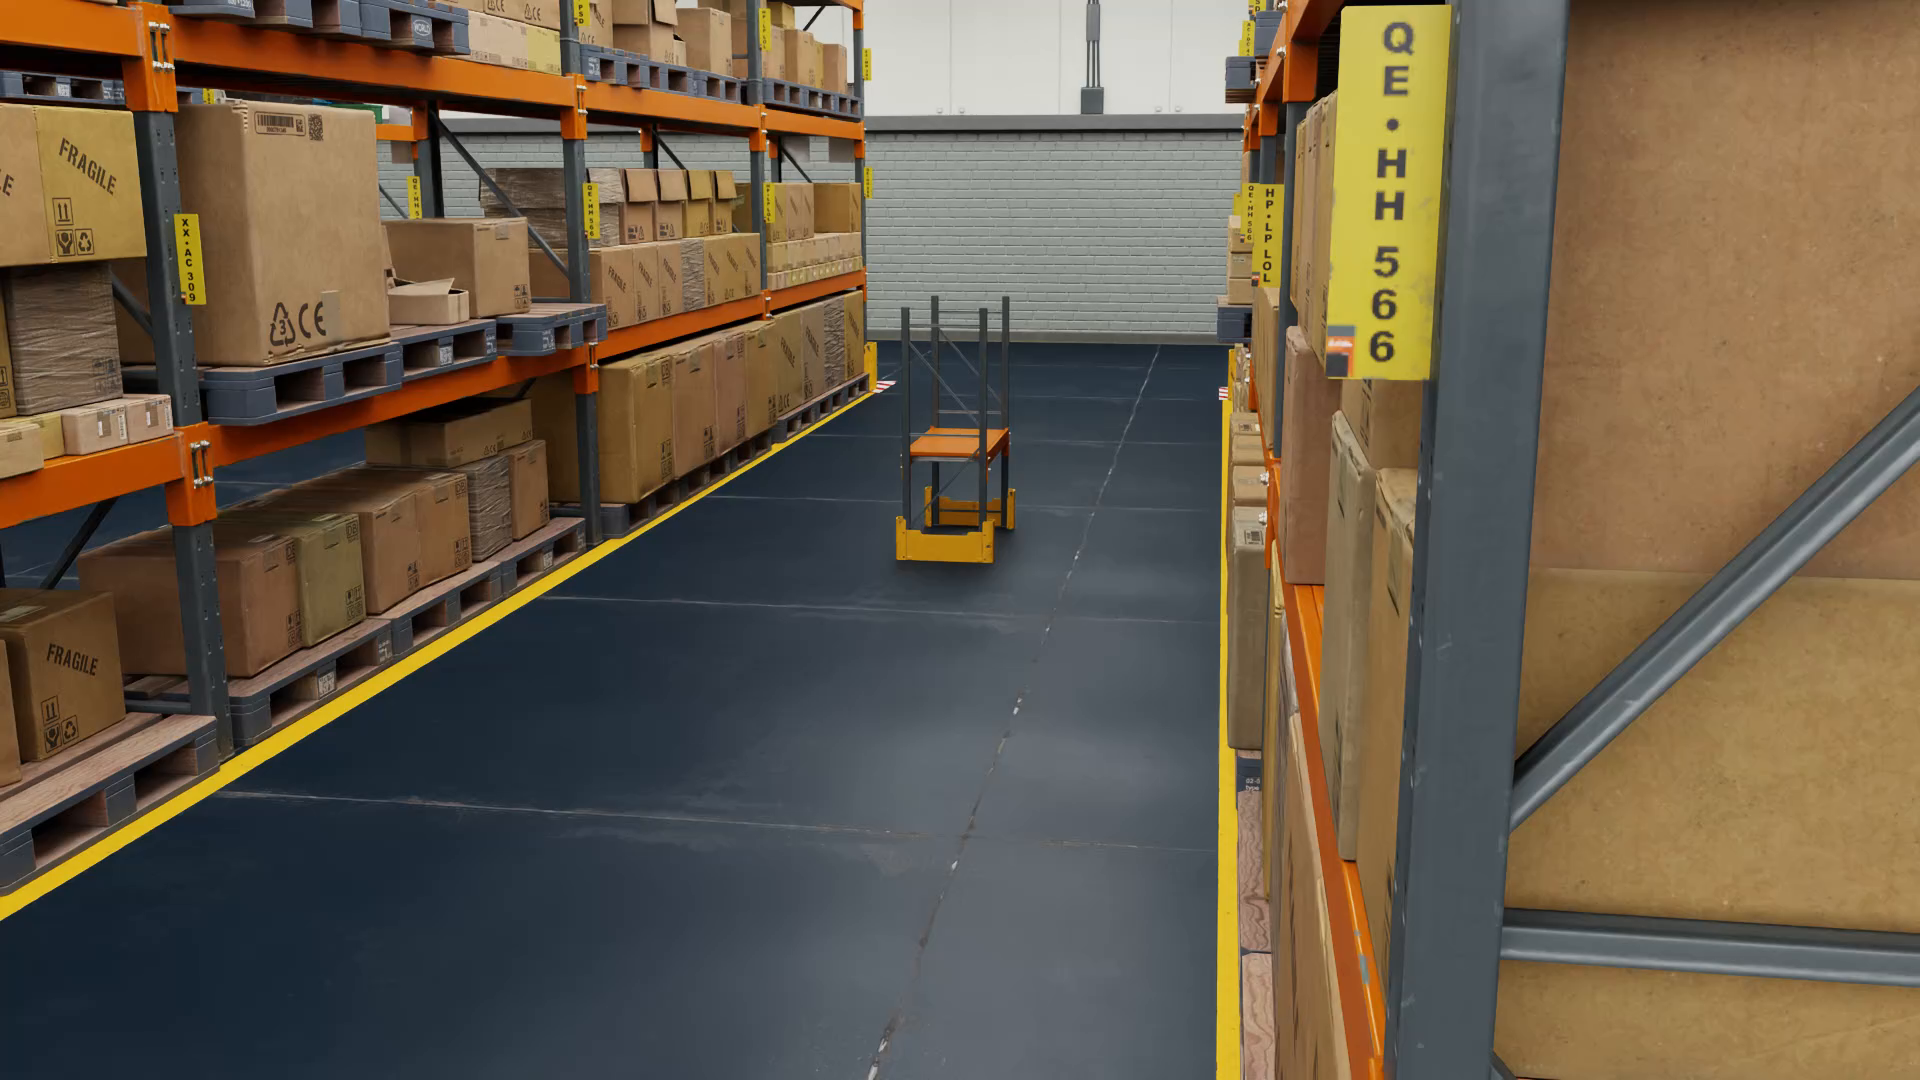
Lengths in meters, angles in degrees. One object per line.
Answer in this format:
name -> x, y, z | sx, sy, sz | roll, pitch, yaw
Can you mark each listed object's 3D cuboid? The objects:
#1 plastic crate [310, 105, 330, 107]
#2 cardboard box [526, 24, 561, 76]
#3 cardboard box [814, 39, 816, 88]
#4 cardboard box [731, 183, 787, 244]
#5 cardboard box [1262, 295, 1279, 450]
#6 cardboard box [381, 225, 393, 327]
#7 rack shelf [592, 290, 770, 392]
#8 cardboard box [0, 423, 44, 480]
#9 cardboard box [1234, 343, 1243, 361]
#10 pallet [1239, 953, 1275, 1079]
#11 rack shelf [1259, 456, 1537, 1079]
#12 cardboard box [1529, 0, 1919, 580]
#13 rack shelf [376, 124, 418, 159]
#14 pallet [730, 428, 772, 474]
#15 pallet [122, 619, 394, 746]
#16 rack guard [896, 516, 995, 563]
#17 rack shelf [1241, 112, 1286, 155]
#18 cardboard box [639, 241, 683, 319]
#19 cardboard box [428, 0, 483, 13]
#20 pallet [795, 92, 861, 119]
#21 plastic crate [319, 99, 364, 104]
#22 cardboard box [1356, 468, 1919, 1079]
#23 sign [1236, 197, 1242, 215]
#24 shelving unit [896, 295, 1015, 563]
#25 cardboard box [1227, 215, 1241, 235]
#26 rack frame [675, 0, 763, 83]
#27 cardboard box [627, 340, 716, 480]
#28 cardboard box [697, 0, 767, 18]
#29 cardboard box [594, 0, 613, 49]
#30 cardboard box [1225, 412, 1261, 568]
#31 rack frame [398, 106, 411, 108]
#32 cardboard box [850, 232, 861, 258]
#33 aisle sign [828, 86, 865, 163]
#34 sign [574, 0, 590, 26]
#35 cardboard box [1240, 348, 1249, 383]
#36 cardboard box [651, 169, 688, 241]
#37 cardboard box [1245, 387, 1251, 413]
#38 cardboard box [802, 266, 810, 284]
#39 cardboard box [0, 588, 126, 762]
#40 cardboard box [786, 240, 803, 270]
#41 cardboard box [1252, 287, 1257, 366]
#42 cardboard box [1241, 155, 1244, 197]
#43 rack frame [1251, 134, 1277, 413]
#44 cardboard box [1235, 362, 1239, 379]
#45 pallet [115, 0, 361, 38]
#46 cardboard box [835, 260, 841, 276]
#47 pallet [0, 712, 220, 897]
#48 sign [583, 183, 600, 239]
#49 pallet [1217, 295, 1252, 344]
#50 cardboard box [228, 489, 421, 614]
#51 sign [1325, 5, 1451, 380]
plastic crate -> -6.474, -4.175, 16.253 | 0.437, 0.136, 0.530 | 2, 12, 9
cardboard box -> -2.569, -2.736, 9.306 | 0.500, 0.250, 0.500 | 2, 12, 9
cardboard box -> -1.772, -4.553, 15.906 | 0.700, 0.500, 0.500 | 1, 12, 5
cardboard box -> -1.796, -2.813, 14.296 | 0.500, 0.500, 0.500 | 2, 12, 9
cardboard box -> 1.348, -0.602, 5.929 | 0.500, 0.500, 0.500 | 2, 12, 8
cardboard box -> -3.178, -1.237, 7.872 | 0.797, 0.503, 0.637 | 3, 13, 14
rack shelf -> -2.430, -1.515, 12.110 | 1.077, 0.370, 4.000 | 2, 12, 9
cardboard box -> -3.170, -0.283, 5.283 | 0.380, 0.149, 0.250 | 2, 12, 9
cardboard box -> 2.873, -1.829, 16.217 | 0.380, 0.149, 0.250 | 2, 12, 8
pallet -> 1.153, 1.338, 3.785 | 1.003, 0.211, 1.213 | 2, 12, 9
rack shelf -> 1.225, 0.332, 3.540 | 1.077, 0.370, 4.000 | 2, 12, 9
cardboard box -> 1.012, -0.280, 1.755 | 0.875, 0.550, 0.550 | 2, 12, 9
rack shelf -> -6.709, -3.974, 16.403 | 1.077, 0.370, 4.000 | 2, 12, 9
pallet -> -2.167, -0.757, 13.504 | 1.003, 0.211, 1.213 | 2, 12, 9
pallet -> -3.235, 0.583, 7.285 | 1.003, 0.211, 1.213 | 2, 12, 9
rack guard -> -0.088, -0.003, 9.912 | 0.587, 0.250, 0.087 | 2, 12, 9
rack shelf -> 3.070, -3.632, 14.815 | 1.077, 0.370, 4.000 | 2, 12, 9
cardboard box -> -2.242, -1.806, 11.515 | 0.500, 0.500, 0.500 | 2, 12, 8
cardboard box -> -2.724, -2.893, 8.252 | 0.500, 0.500, 0.500 | 2, 12, 10
pallet -> -1.611, -4.384, 16.805 | 1.003, 0.211, 1.213 | 2, 12, 9
plastic crate -> -6.736, -4.607, 17.943 | 0.497, 0.269, 0.590 | 2, 12, 9
cardboard box -> 0.929, 0.245, 1.881 | 0.875, 0.550, 0.550 | 2, 12, 9
sign -> 2.225, -2.540, 13.106 | 0.100, 0.325, 0.005 | 2, 12, 9
shelving unit -> -0.012, -0.717, 10.262 | 0.587, 1.500, 1.083 | 2, 12, 9
cardboard box -> 2.248, -2.407, 12.731 | 0.380, 0.149, 0.250 | 3, 12, 12
rack frame -> -2.123, -5.216, 13.334 | 1.000, 3.000, 0.127 | 2, 12, 9
cardboard box -> -2.467, -0.945, 11.806 | 1.225, 0.875, 0.875 | 2, 12, 9
cardboard box -> -1.972, -4.614, 14.414 | 0.500, 0.250, 0.500 | 1, 12, 5
cardboard box -> -2.670, -3.483, 11.179 | 0.500, 0.500, 0.500 | 3, 12, 12
cardboard box -> 1.965, -0.250, 8.877 | 1.050, 0.750, 0.750 | 2, 12, 8
rack frame -> -6.402, -6.209, 17.943 | 1.000, 3.000, 0.127 | 2, 12, 9
cardboard box -> -1.320, -3.078, 17.307 | 0.500, 0.250, 0.500 | 2, 12, 8
aisle sign -> -1.200, -4.392, 17.581 | 0.394, 0.787, 0.004 | 2, 12, 9
sign -> -2.202, -3.151, 9.649 | 0.100, 0.325, 0.005 | 2, 12, 9
cardboard box -> 2.388, -1.306, 12.589 | 0.500, 0.250, 0.500 | 1, 12, 6
cardboard box -> -2.410, -2.417, 11.968 | 0.797, 0.503, 0.637 | 2, 12, 10
cardboard box -> 1.994, -0.769, 10.100 | 0.500, 0.250, 0.500 | 2, 12, 7
cardboard box -> -1.591, -2.428, 15.238 | 0.380, 0.149, 0.250 | 2, 12, 8
cardboard box -> -3.454, 0.481, 6.078 | 0.500, 0.500, 0.500 | 1, 12, 7
cardboard box -> -1.710, -2.548, 14.845 | 0.500, 0.250, 0.500 | 2, 12, 8
cardboard box -> 1.736, -1.127, 8.364 | 0.500, 0.500, 0.500 | 2, 12, 8
cardboard box -> 2.798, -3.213, 14.966 | 0.500, 0.500, 0.500 | 1, 12, 7
rack frame -> 2.147, -1.268, 9.259 | 1.000, 3.000, 0.127 | 2, 12, 9
cardboard box -> 2.849, -1.631, 16.007 | 0.380, 0.149, 0.250 | 2, 12, 10
pallet -> -3.153, -2.117, 6.523 | 1.213, 0.211, 1.003 | 2, 12, 9
cardboard box -> -1.393, -2.695, 16.476 | 0.380, 0.149, 0.250 | 2, 12, 7
pallet -> -3.422, 0.887, 5.879 | 1.003, 0.211, 1.213 | 2, 12, 9
sign -> -2.200, -1.962, 9.917 | 0.100, 0.325, 0.005 | 2, 12, 9
pallet -> 2.152, -1.327, 9.984 | 1.213, 0.211, 1.003 | 2, 12, 9
cardboard box -> -3.060, 0.047, 8.044 | 0.700, 0.500, 0.500 | 1, 12, 4
sign -> 0.383, -0.305, 1.480 | 0.100, 0.325, 0.005 | 2, 12, 9
